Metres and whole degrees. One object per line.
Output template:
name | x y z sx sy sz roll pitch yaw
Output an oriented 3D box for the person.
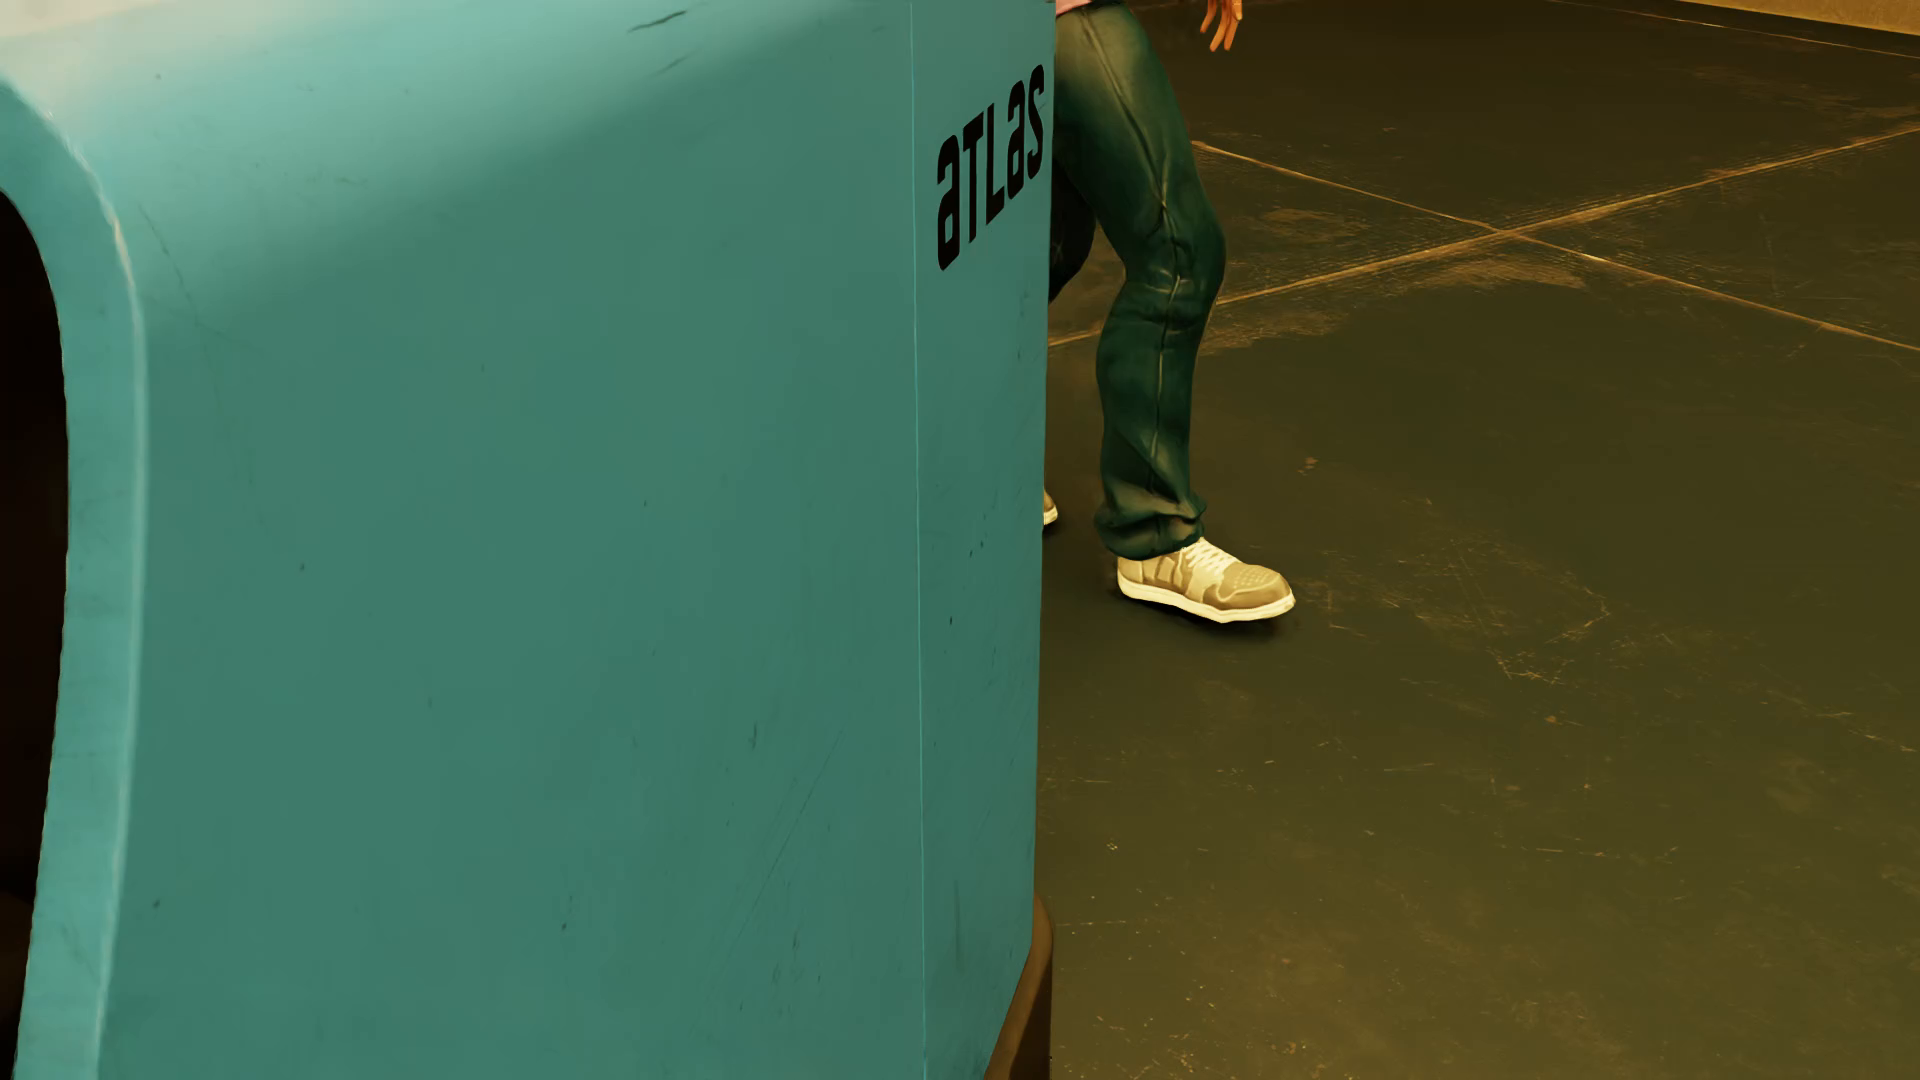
person | 0.162 -0.684 2.127 0.616 1.563 0.532 2 27 5
